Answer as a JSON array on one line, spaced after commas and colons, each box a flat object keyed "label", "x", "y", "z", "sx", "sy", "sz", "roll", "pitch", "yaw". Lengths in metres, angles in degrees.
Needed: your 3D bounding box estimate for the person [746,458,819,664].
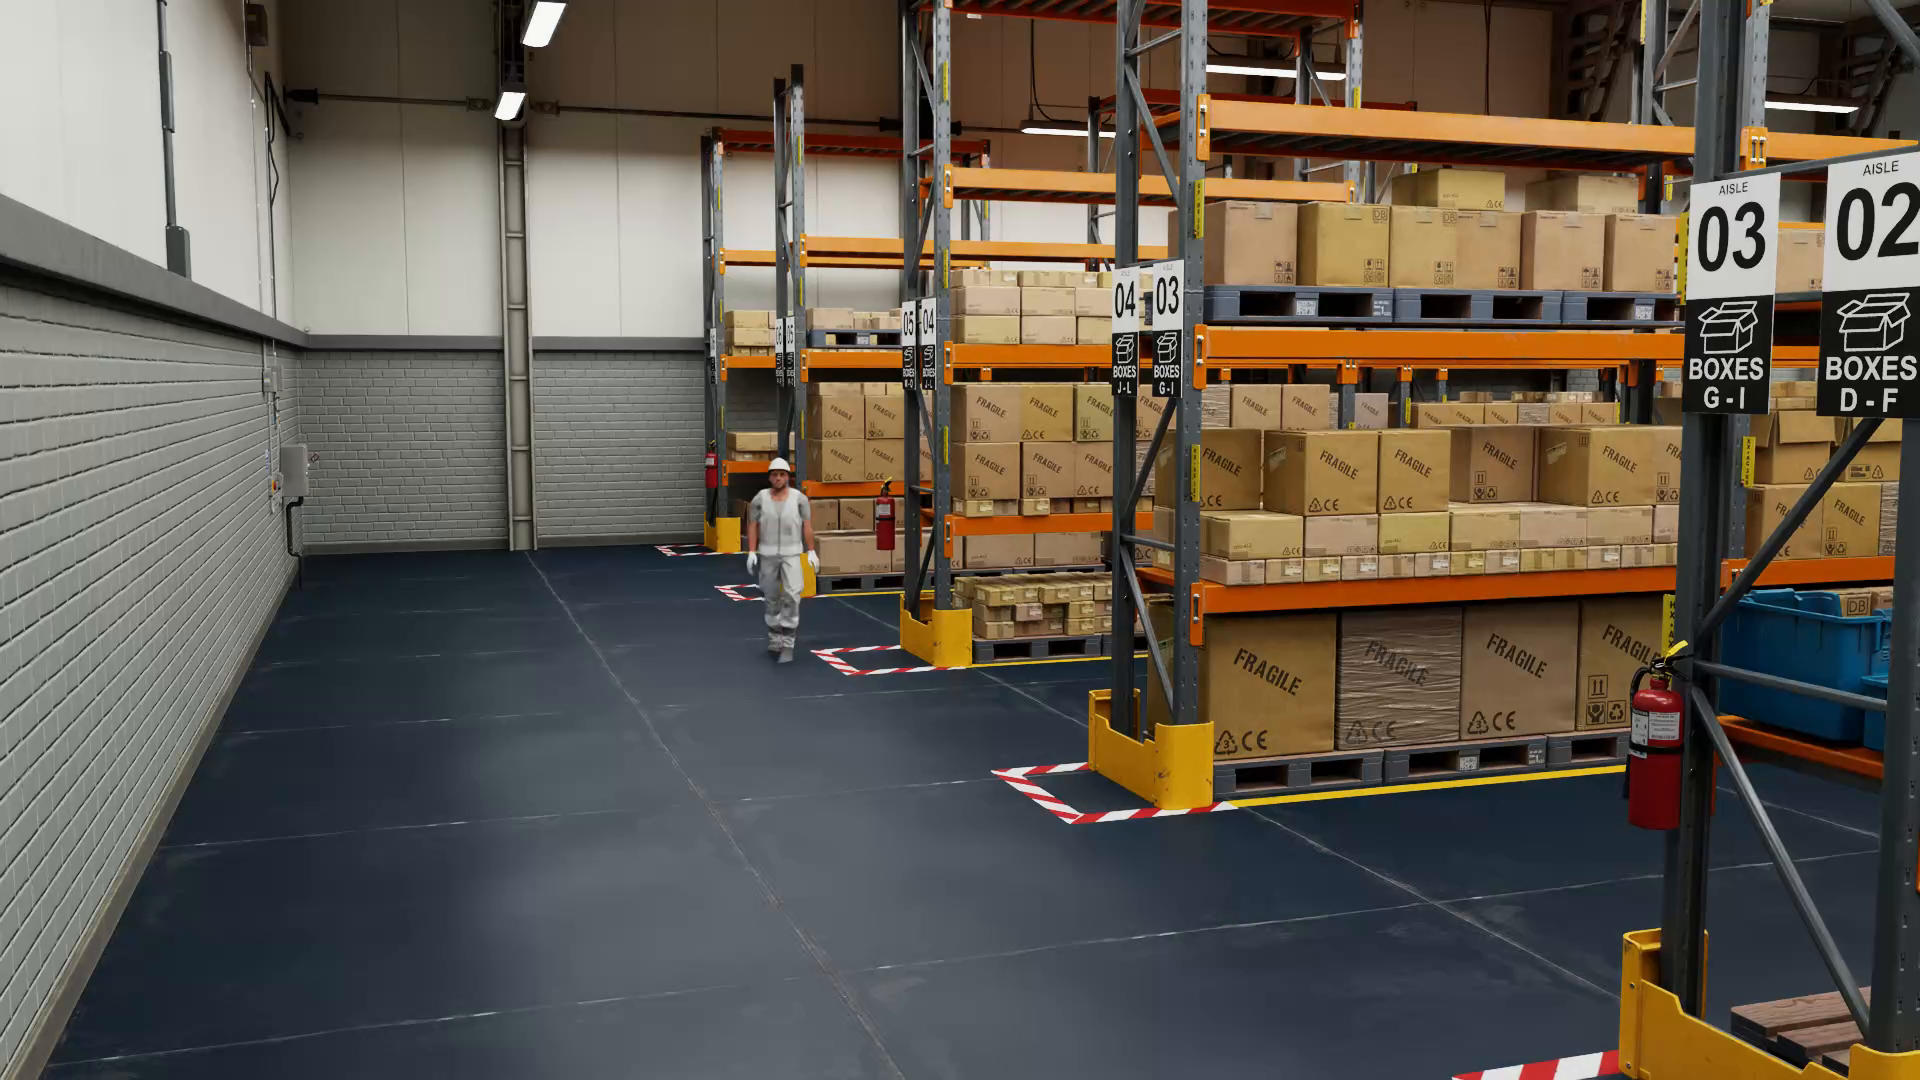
[{"label": "person", "x": -1.591, "y": 0.182, "z": 14.893, "sx": 0.657, "sy": 1.837, "sz": 0.615, "roll": -1, "pitch": 6, "yaw": -9}]
